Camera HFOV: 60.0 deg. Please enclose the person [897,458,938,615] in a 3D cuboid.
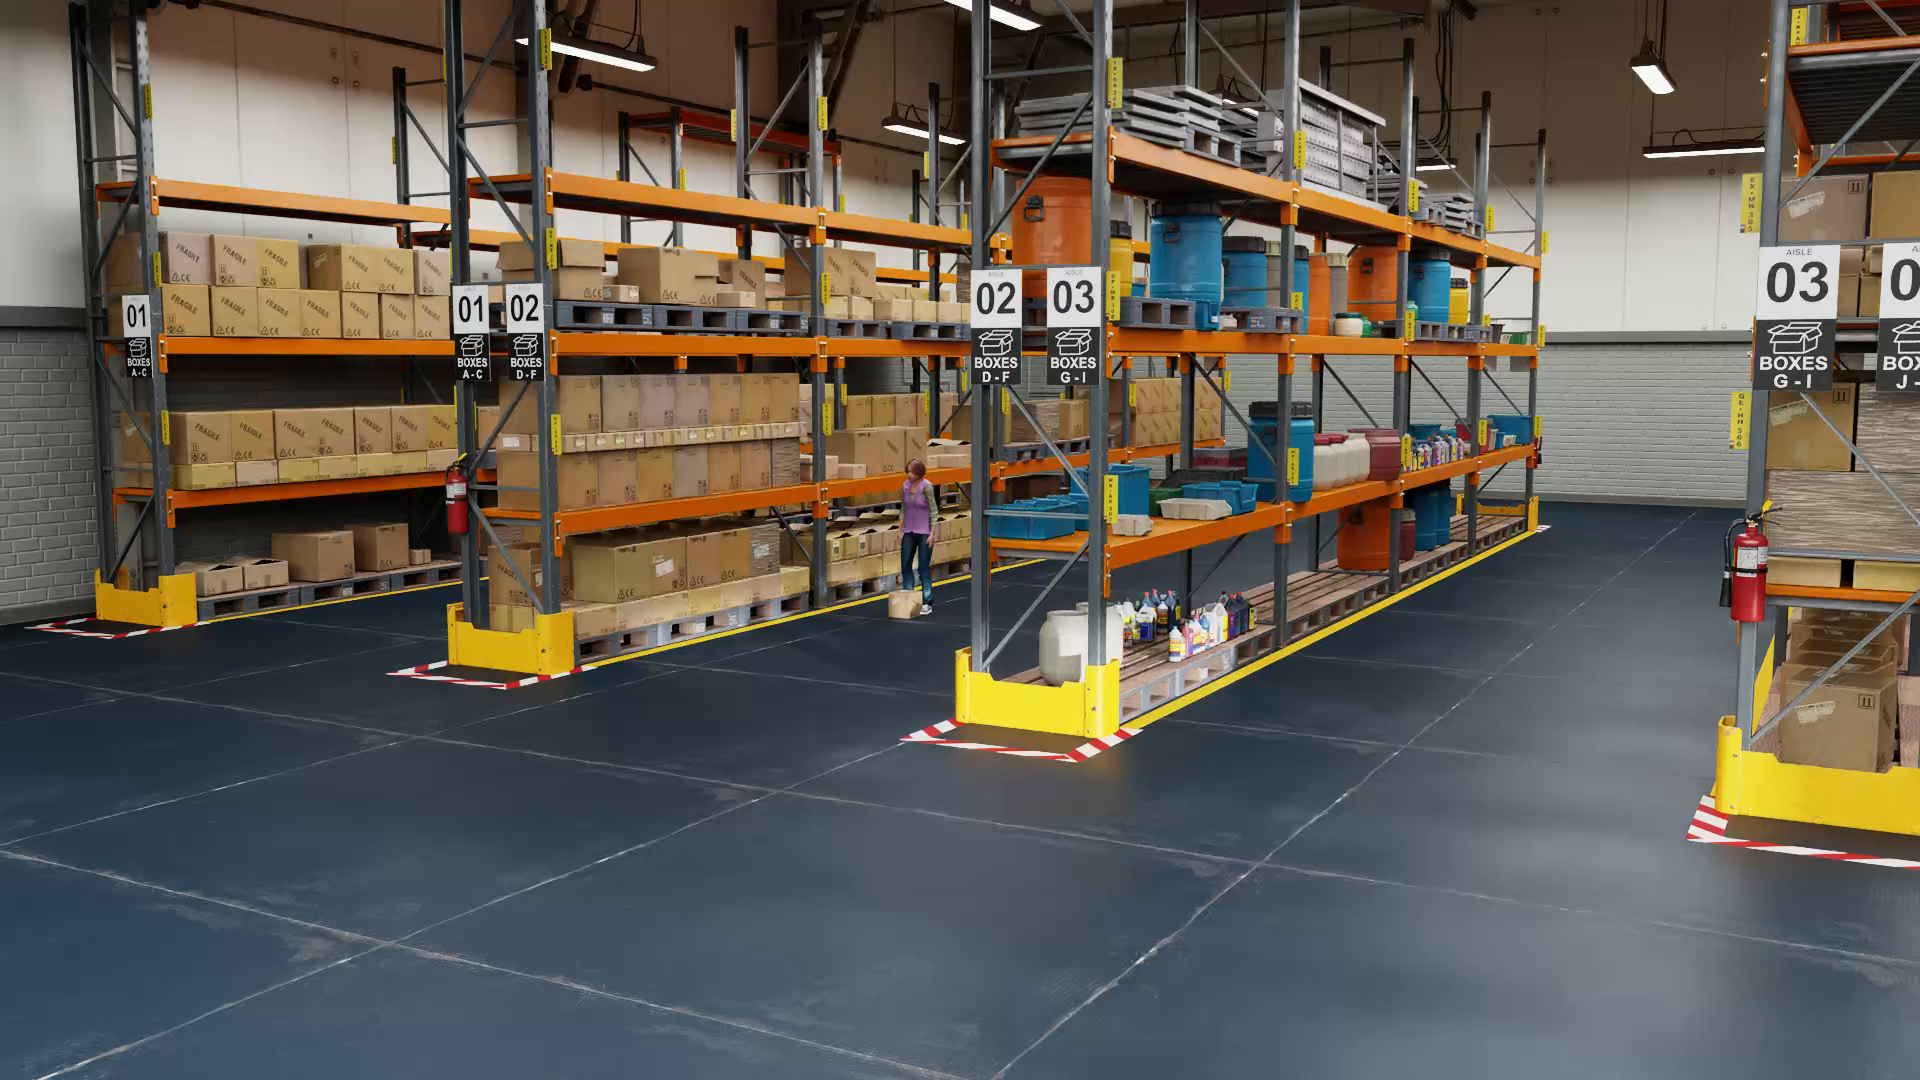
[{"bbox_3d":[-0.436,-0.042,16.961,0.459,1.593,0.347,4,7,31],"label":"person"}]
